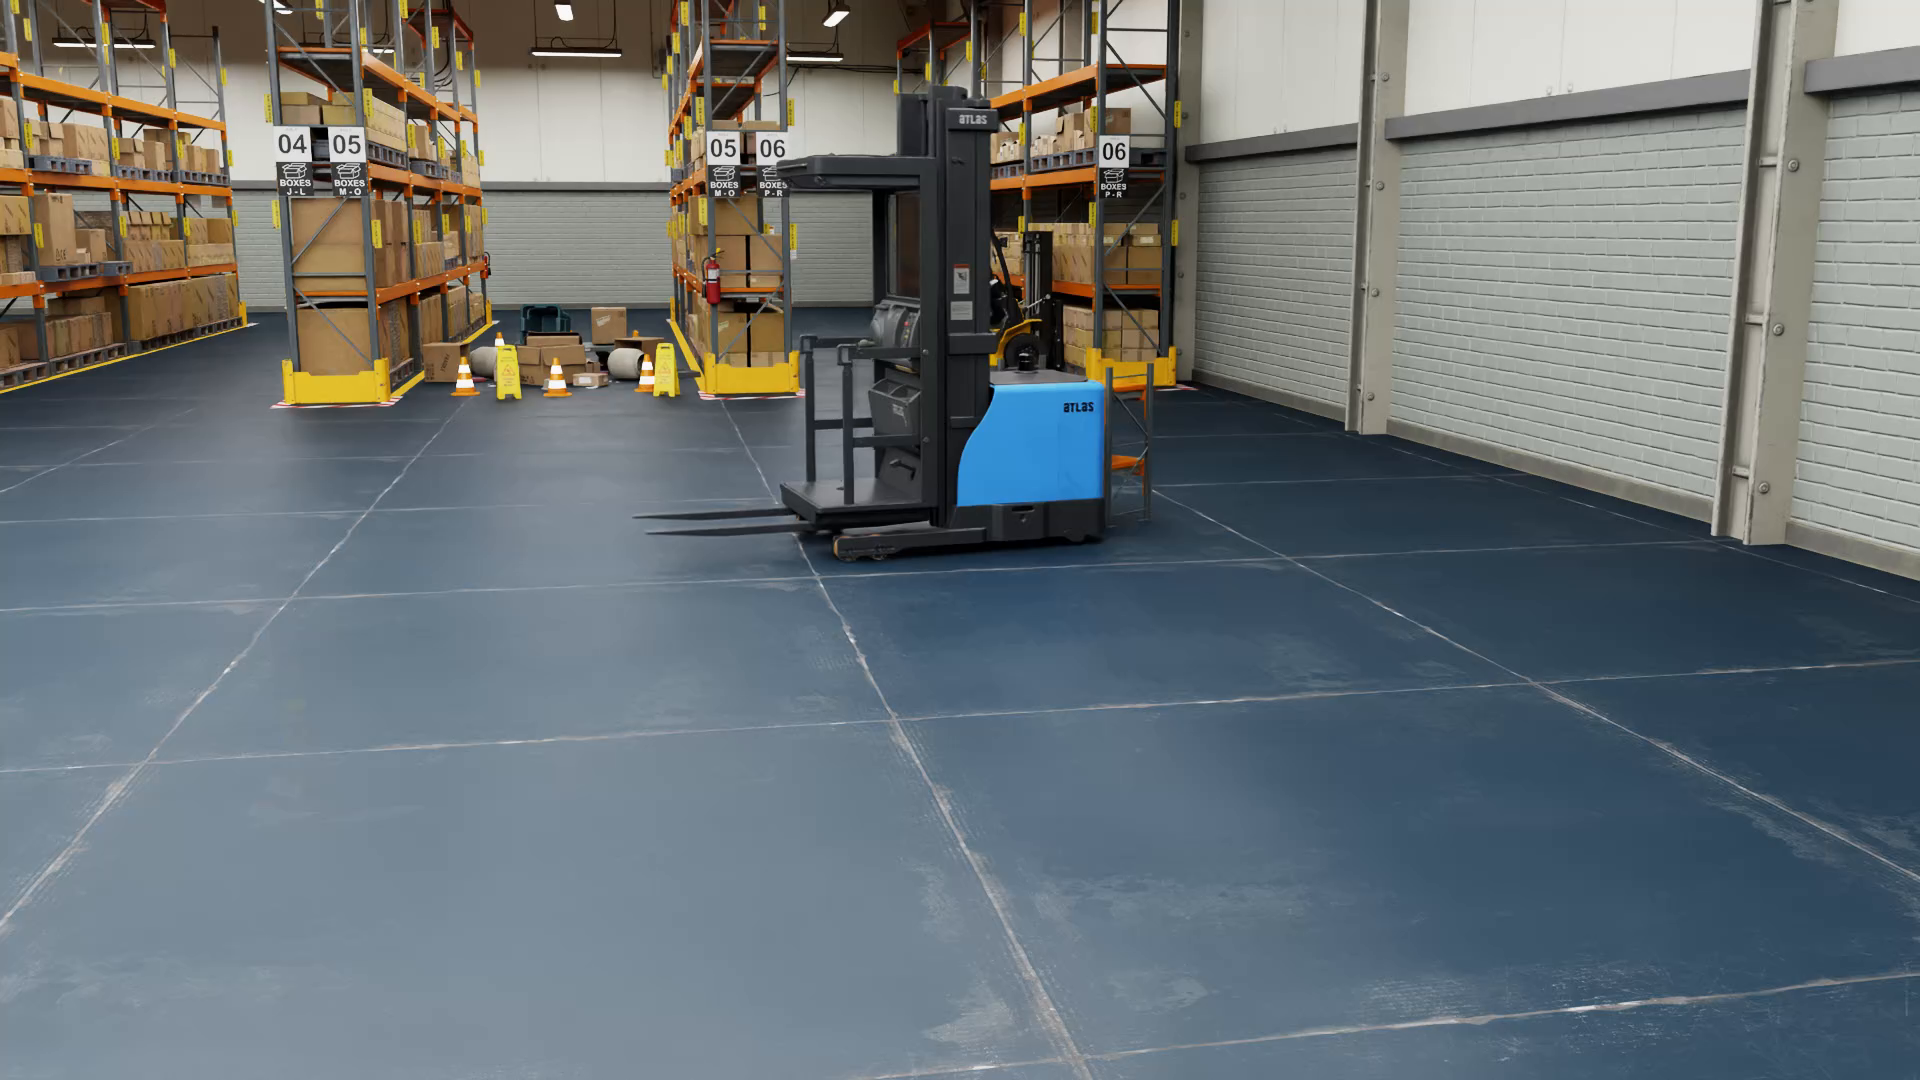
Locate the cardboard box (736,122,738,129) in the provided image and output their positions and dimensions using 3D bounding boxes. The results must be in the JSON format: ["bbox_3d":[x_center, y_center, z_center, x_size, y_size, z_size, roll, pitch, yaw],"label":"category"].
[{"bbox_3d":[-2.988,-5.182,20.917,0.380,0.149,0.250,-2,11,-10],"label":"cardboard box"}]

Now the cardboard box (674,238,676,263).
[{"bbox_3d":[-5.512,-5.852,33.651,0.500,0.500,0.500,-2,11,-12],"label":"cardboard box"}]

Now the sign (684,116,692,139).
[{"bbox_3d":[-3.941,-5.974,24.102,0.100,0.325,0.005,-2,11,-11],"label":"sign"}]

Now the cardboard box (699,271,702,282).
[{"bbox_3d":[-3.411,-3.646,23.002,0.380,0.149,0.250,-2,11,-11],"label":"cardboard box"}]

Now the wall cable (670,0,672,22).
[{"bbox_3d":[-8.142,-13.458,40.187,2.355,3.000,0.029,-2,11,-11],"label":"wall cable"}]

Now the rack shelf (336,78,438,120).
[{"bbox_3d":[-8.623,-6.639,25.005,1.077,0.370,4.000,-2,11,-11],"label":"rack shelf"}]

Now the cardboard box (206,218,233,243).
[{"bbox_3d":[-15.100,-6.275,33.744,0.500,0.500,0.500,-2,11,-10],"label":"cardboard box"}]

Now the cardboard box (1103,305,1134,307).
[{"bbox_3d":[2.153,-3.147,23.263,0.500,0.250,0.500,-2,11,-11],"label":"cardboard box"}]

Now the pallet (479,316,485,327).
[{"bbox_3d":[-10.429,-4.542,34.495,1.003,0.211,1.213,-2,11,-11],"label":"pallet"}]

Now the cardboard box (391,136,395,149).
[{"bbox_3d":[-7.600,-5.192,21.712,0.380,0.149,0.250,-2,11,-12],"label":"cardboard box"}]

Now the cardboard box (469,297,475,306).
[{"bbox_3d":[-9.789,-4.705,32.805,0.380,0.149,0.250,-2,11,-10],"label":"cardboard box"}]

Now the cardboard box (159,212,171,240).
[{"bbox_3d":[-14.542,-5.606,29.676,0.797,0.503,0.637,-2,11,-12],"label":"cardboard box"}]

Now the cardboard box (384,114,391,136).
[{"bbox_3d":[-7.593,-5.318,21.310,0.500,0.250,0.500,-2,11,-11],"label":"cardboard box"}]

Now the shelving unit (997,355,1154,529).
[{"bbox_3d":[0.823,-0.734,12.043,1.048,1.125,0.538,10,15,43],"label":"shelving unit"}]

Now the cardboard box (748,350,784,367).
[{"bbox_3d":[-2.505,-2.354,21.771,0.500,0.250,0.500,-2,11,-11],"label":"cardboard box"}]

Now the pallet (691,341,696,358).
[{"bbox_3d":[-3.791,-3.071,26.766,1.003,0.211,1.213,-2,11,-11],"label":"pallet"}]

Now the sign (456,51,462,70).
[{"bbox_3d":[-9.246,-8.847,30.692,0.100,0.325,0.005,-2,11,-11],"label":"sign"}]

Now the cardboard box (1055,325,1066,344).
[{"bbox_3d":[1.639,-2.887,23.234,0.500,0.250,0.500,-2,11,-12],"label":"cardboard box"}]

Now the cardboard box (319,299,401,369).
[{"bbox_3d":[-8.001,-2.755,22.206,0.875,0.875,0.875,-2,11,-11],"label":"cardboard box"}]

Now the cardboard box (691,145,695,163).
[{"bbox_3d":[-3.581,-5.529,23.807,0.500,0.250,0.500,-2,11,-12],"label":"cardboard box"}]

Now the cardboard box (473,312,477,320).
[{"bbox_3d":[-9.837,-4.463,33.125,0.380,0.149,0.250,-2,11,-13],"label":"cardboard box"}]

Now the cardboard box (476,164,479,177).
[{"bbox_3d":[-10.228,-7.646,34.389,0.500,0.250,0.500,-2,11,-13],"label":"cardboard box"}]

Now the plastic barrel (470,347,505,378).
[{"bbox_3d":[-6.508,-2.457,22.975,0.512,0.421,0.421,6,12,28],"label":"plastic barrel"}]

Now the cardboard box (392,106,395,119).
[{"bbox_3d":[-7.652,-5.631,21.886,0.380,0.149,0.250,-2,11,-11],"label":"cardboard box"}]

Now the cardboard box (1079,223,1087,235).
[{"bbox_3d":[1.816,-4.184,22.361,0.380,0.149,0.250,-2,11,-10],"label":"cardboard box"}]

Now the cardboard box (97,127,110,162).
[{"bbox_3d":[-13.558,-6.137,25.790,0.500,0.500,0.500,-2,11,-10],"label":"cardboard box"}]

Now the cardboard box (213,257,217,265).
[{"bbox_3d":[-14.763,-5.457,32.517,0.380,0.149,0.250,-2,11,-10],"label":"cardboard box"}]

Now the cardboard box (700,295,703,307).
[{"bbox_3d":[-3.425,-3.330,23.159,0.380,0.149,0.250,-1,11,-8],"label":"cardboard box"}]

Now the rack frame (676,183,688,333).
[{"bbox_3d":[-4.954,-5.541,32.286,1.000,3.000,0.127,-2,11,-11],"label":"rack frame"}]

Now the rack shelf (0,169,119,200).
[{"bbox_3d":[-13.507,-5.200,24.398,1.077,0.370,4.000,-2,11,-11],"label":"rack shelf"}]

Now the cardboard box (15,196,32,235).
[{"bbox_3d":[-12.761,-4.327,22.172,0.500,0.500,0.500,-2,11,-11],"label":"cardboard box"}]

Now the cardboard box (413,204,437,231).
[{"bbox_3d":[-10.146,-6.105,31.514,0.500,0.500,0.500,-3,11,-13],"label":"cardboard box"}]

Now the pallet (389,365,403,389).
[{"bbox_3d":[-7.922,-2.139,21.869,1.003,0.211,1.213,-2,11,-11],"label":"pallet"}]

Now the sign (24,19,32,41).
[{"bbox_3d":[-14.440,-7.910,25.766,0.100,0.325,0.005,-2,11,-11],"label":"sign"}]

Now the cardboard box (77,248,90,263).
[{"bbox_3d":[-13.307,-4.291,24.956,0.396,0.266,0.258,-2,11,-13],"label":"cardboard box"}]

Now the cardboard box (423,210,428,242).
[{"bbox_3d":[-8.834,-4.974,26.364,0.700,0.500,0.500,-2,11,-12],"label":"cardboard box"}]

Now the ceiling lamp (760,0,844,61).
[{"bbox_3d":[-3.668,-12.677,38.124,2.000,3.185,0.800,-2,11,-11],"label":"ceiling lamp"}]

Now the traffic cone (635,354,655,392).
[{"bbox_3d":[-3.969,-2.126,21.128,0.336,0.463,0.334,-2,11,-11],"label":"traffic cone"}]

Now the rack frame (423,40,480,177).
[{"bbox_3d":[-10.567,-9.023,34.537,1.000,3.000,0.127,-2,11,-11],"label":"rack frame"}]

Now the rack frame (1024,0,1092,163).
[{"bbox_3d":[1.471,-7.202,24.968,1.000,3.000,0.127,-2,11,-11],"label":"rack frame"}]

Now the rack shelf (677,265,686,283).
[{"bbox_3d":[-4.565,-4.821,30.426,1.077,0.370,4.000,-2,11,-11],"label":"rack shelf"}]

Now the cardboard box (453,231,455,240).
[{"bbox_3d":[-9.419,-5.554,30.314,0.380,0.149,0.250,-2,11,-13],"label":"cardboard box"}]

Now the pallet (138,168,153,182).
[{"bbox_3d":[-14.294,-6.149,27.963,1.003,0.211,1.213,-2,11,-8],"label":"pallet"}]

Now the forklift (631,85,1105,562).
[{"bbox_3d":[-0.607,-1.413,10.784,3.031,2.935,1.130,-4,11,-19],"label":"forklift"}]

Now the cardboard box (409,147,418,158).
[{"bbox_3d":[-8.251,-5.747,24.629,0.380,0.149,0.250,-2,11,-11],"label":"cardboard box"}]

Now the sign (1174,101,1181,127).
[{"bbox_3d":[2.794,-5.482,21.406,0.100,0.325,0.005,-2,11,-11],"label":"sign"}]

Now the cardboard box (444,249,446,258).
[{"bbox_3d":[-9.060,-4.929,28.621,0.380,0.149,0.250,-2,11,-8],"label":"cardboard box"}]

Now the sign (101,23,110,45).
[{"bbox_3d":[-13.366,-7.913,25.996,0.100,0.325,0.005,-2,11,-11],"label":"sign"}]

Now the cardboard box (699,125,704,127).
[{"bbox_3d":[-3.635,-6.027,24.759,0.500,0.250,0.500,-2,11,-10],"label":"cardboard box"}]

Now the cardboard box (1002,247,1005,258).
[{"bbox_3d":[0.923,-4.696,26.909,0.500,0.250,0.500,-2,11,-10],"label":"cardboard box"}]

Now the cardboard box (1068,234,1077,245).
[{"bbox_3d":[1.702,-4.131,22.877,0.380,0.149,0.250,-2,11,-13],"label":"cardboard box"}]

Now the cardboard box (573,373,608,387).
[{"bbox_3d":[-4.856,-2.106,21.866,0.380,0.149,0.250,4,11,18],"label":"cardboard box"}]
